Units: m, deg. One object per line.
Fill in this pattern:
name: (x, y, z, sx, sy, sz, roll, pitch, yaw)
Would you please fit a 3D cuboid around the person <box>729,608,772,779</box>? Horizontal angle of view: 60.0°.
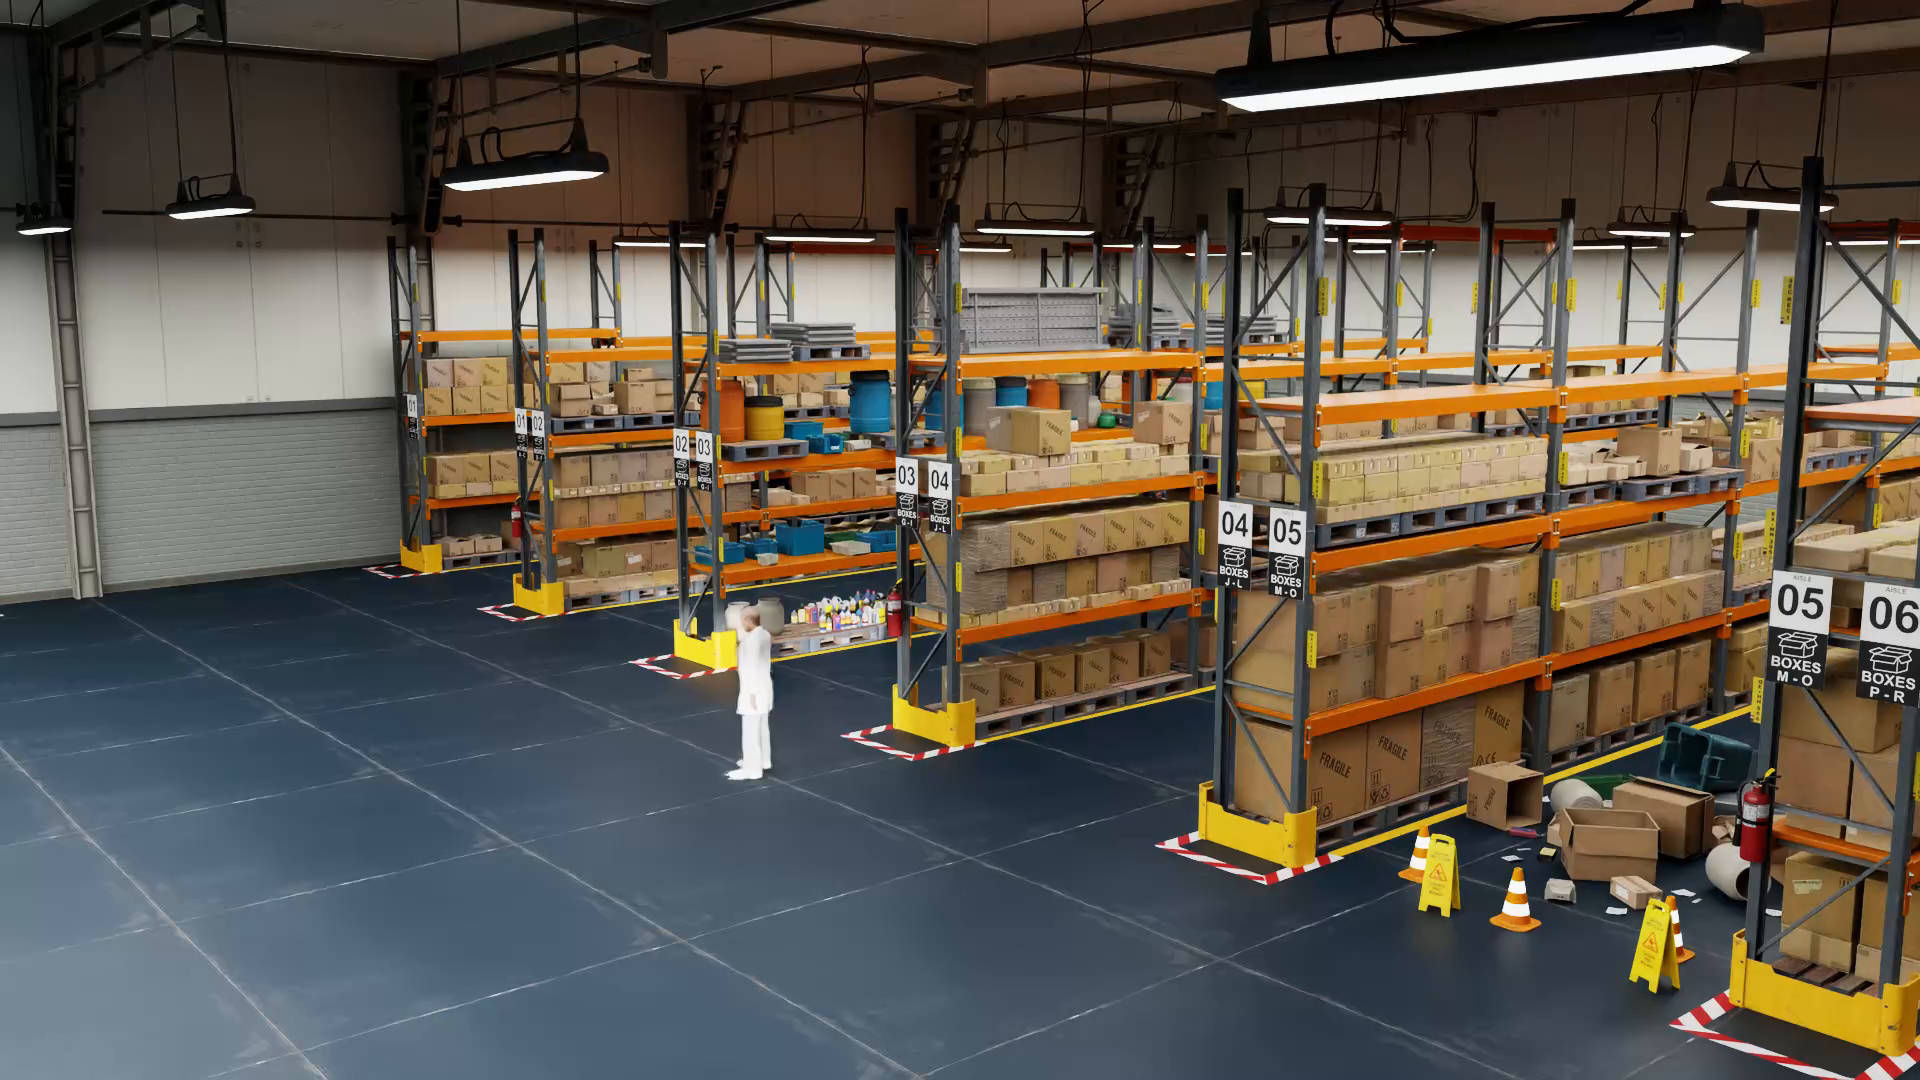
person: (-2.215, 1.593, 17.581, 0.433, 1.776, 0.638, 2, 9, 11)
